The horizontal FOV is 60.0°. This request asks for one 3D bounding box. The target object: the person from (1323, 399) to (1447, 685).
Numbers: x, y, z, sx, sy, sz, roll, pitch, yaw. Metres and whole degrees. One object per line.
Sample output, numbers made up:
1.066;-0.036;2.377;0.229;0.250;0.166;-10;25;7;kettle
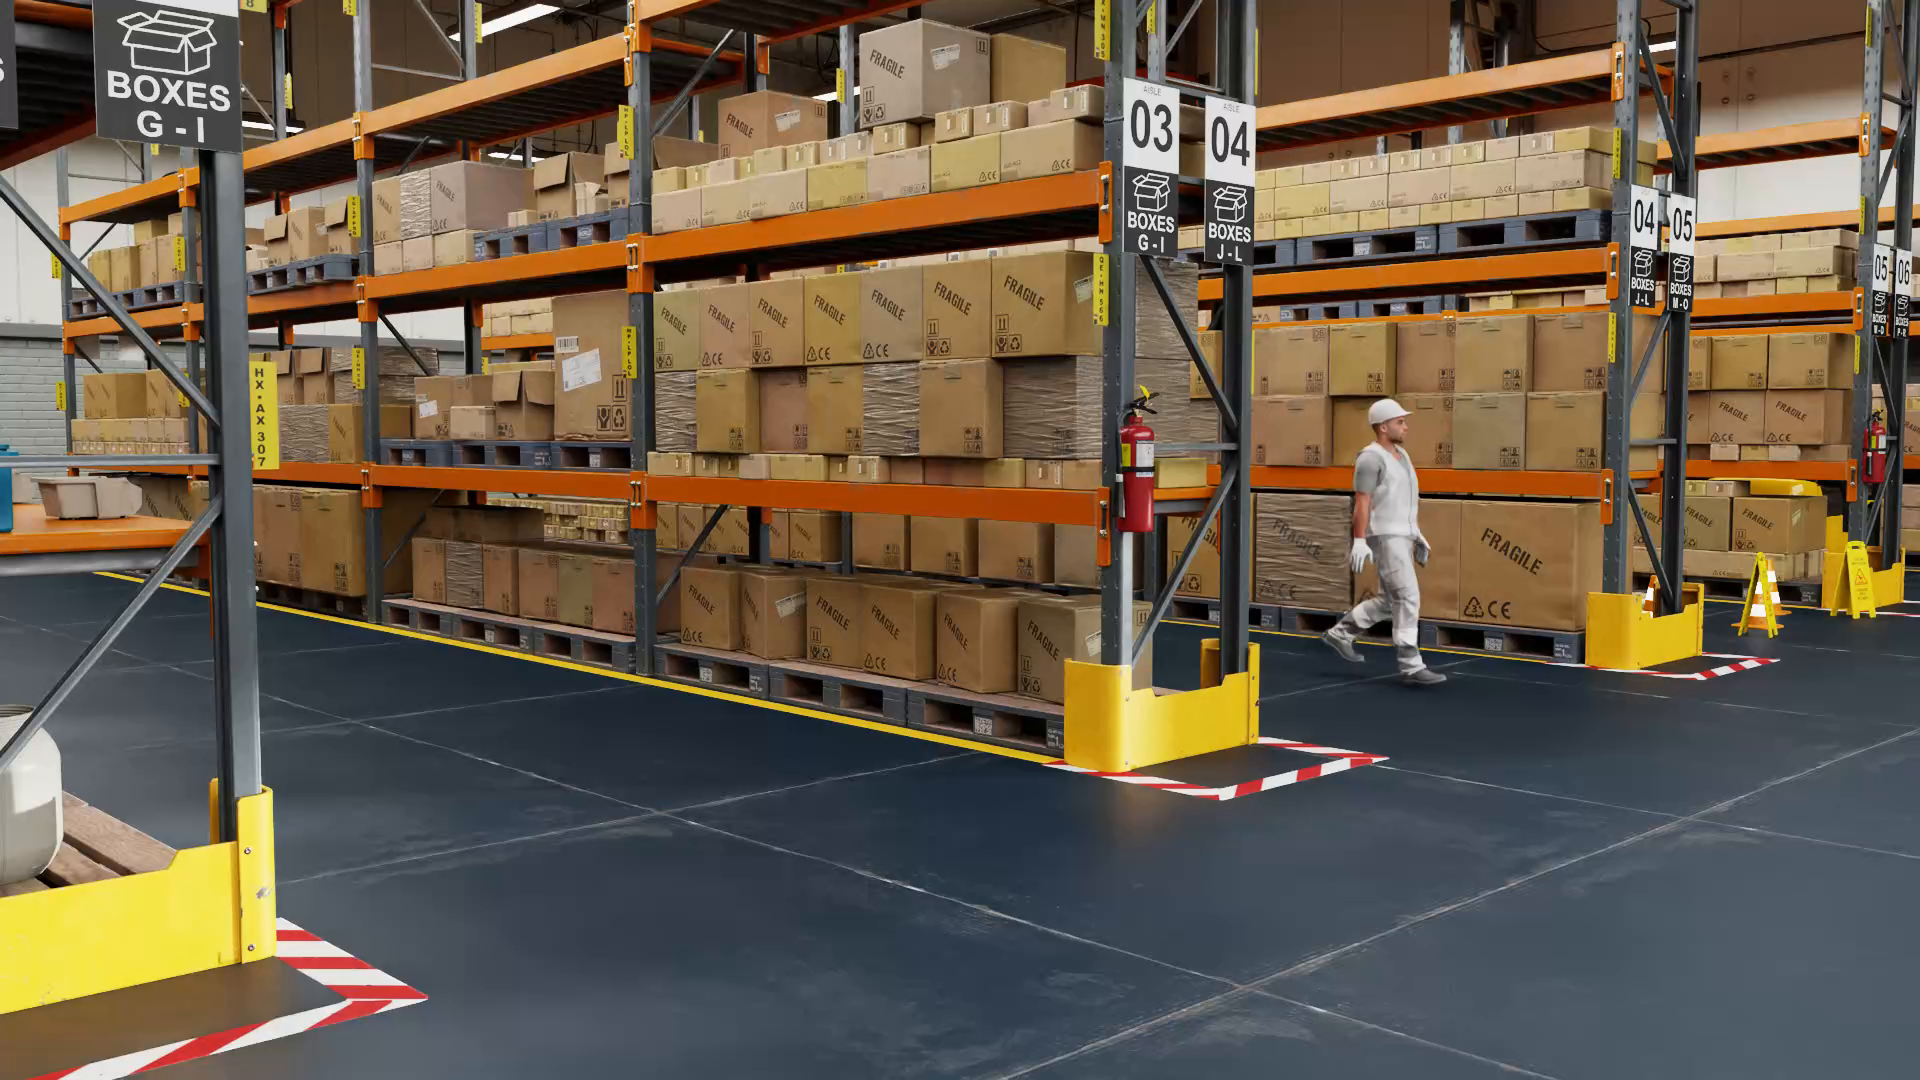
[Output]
2.664;0.003;10.427;0.912;1.767;0.555;3;5;38;person
